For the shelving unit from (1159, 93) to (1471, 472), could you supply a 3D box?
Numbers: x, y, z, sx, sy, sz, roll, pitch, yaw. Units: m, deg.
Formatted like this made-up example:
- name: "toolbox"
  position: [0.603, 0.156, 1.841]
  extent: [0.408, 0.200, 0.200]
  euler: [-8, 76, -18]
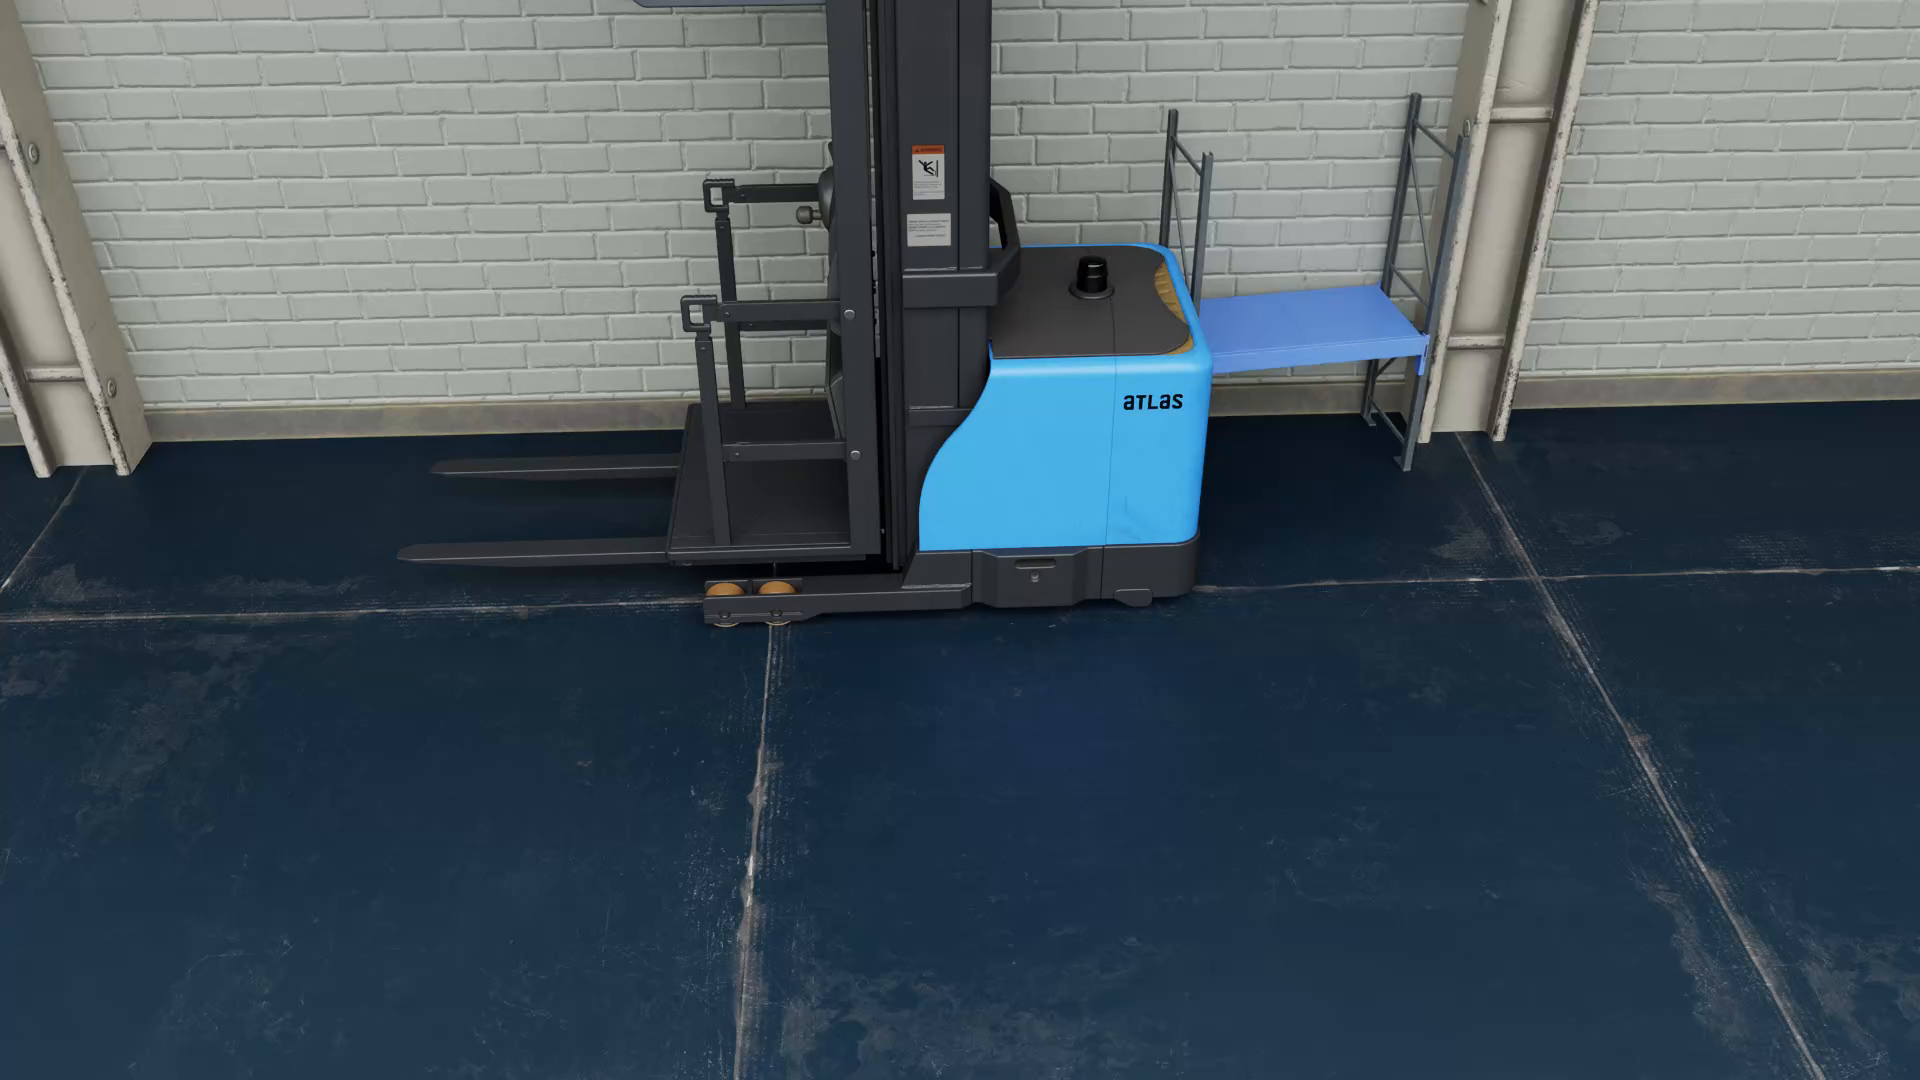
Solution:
- name: "shelving unit"
  position: [1.384, -1.001, 6.879]
  extent: [1.048, 1.500, 0.538]
  euler: [-6, 35, -8]

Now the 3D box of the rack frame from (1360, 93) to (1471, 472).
- name: "rack frame"
  position: [1.884, -1.053, 6.954]
  extent: [0.032, 1.500, 0.500]
  euler: [-6, 35, -8]

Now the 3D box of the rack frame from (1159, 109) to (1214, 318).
- name: "rack frame"
  position: [0.884, -0.949, 6.804]
  extent: [0.032, 1.500, 0.500]
  euler: [-6, 35, -8]

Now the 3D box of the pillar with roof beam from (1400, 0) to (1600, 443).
- name: "pillar with roof beam"
  position: [2.421, -1.777, 1.410]
  extent: [0.400, 9.000, 9.100]
  euler: [-2, 35, -2]

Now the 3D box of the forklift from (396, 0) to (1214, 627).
- name: "forklift"
  position: [-0.629, -1.187, 5.889]
  extent: [3.031, 2.935, 1.130]
  euler: [-2, 35, -2]

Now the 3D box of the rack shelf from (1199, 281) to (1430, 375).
- name: "rack shelf"
  position: [1.384, -0.853, 6.981]
  extent: [1.000, 0.185, 0.538]
  euler: [-6, 35, -8]

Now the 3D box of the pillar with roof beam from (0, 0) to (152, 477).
- name: "pillar with roof beam"
  position: [-3.573, -1.615, 1.177]
  extent: [0.400, 9.000, 9.100]
  euler: [-2, 35, -2]
